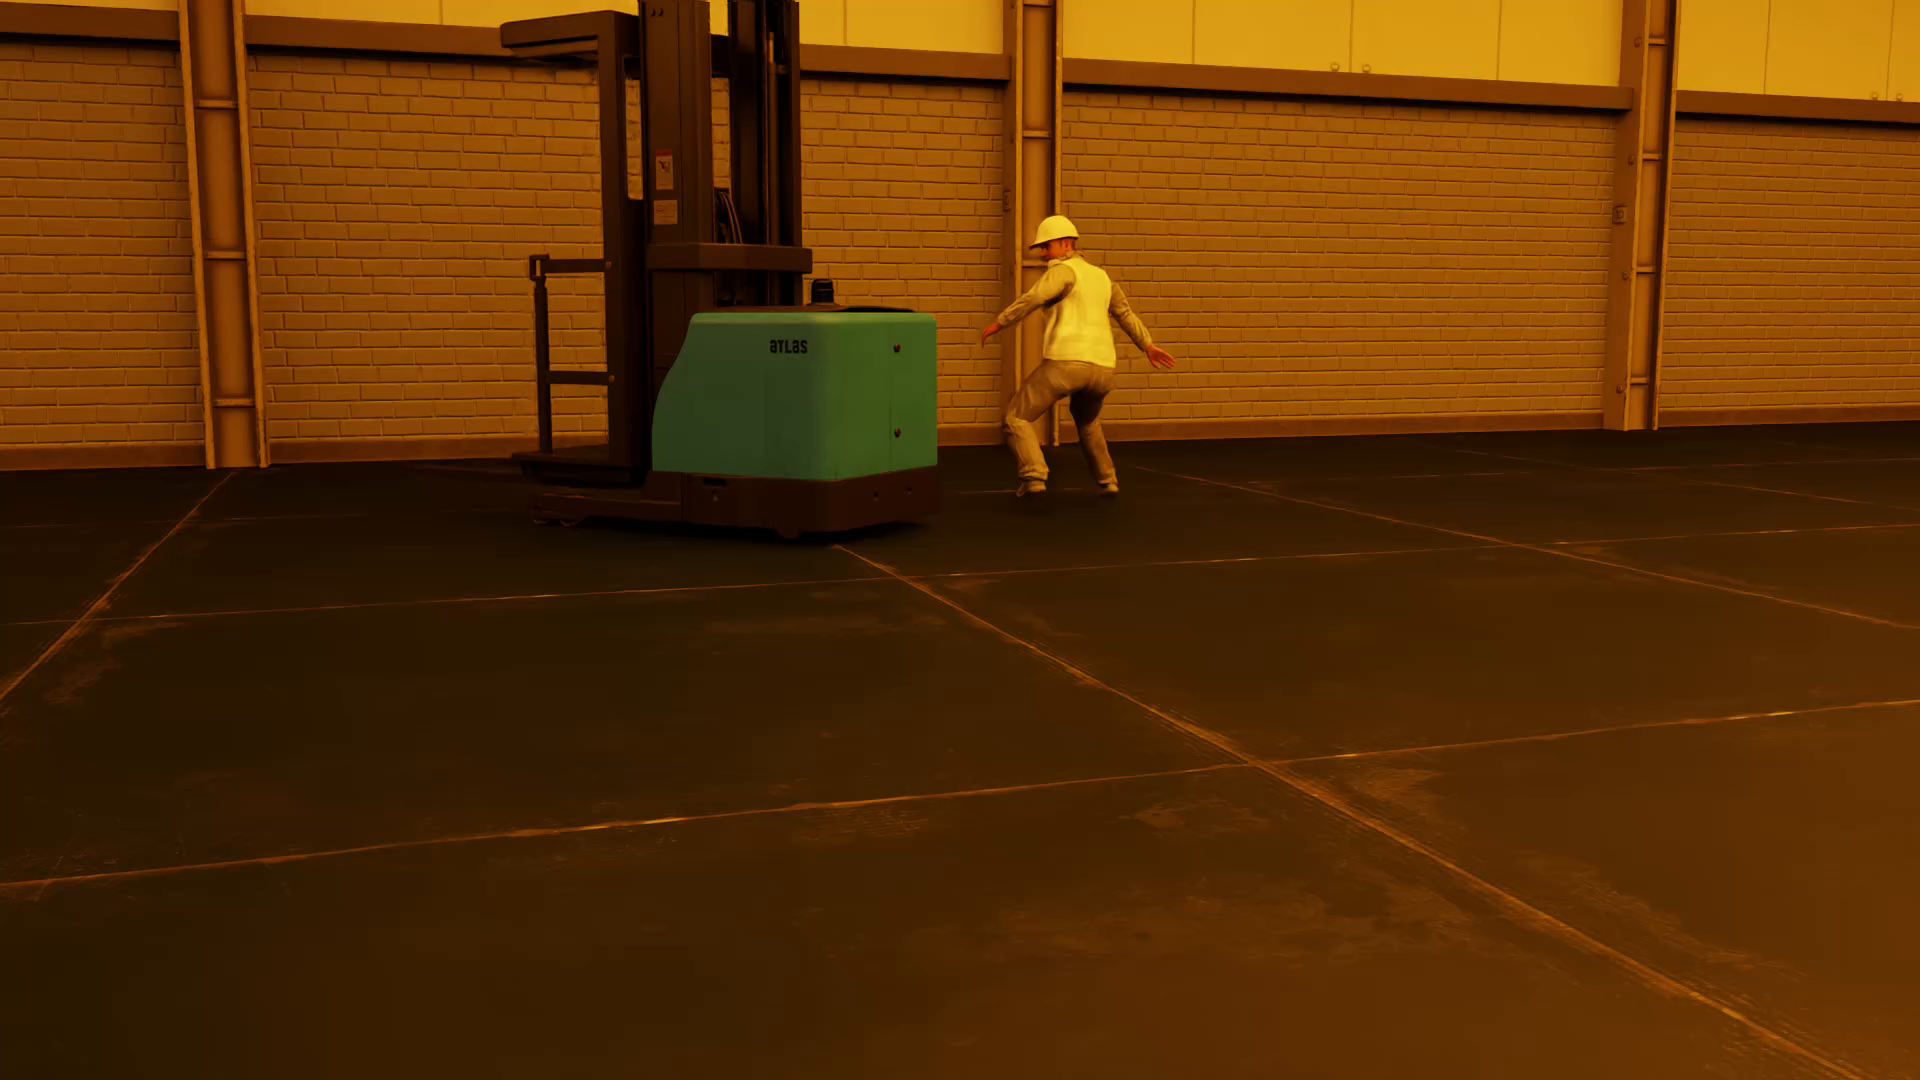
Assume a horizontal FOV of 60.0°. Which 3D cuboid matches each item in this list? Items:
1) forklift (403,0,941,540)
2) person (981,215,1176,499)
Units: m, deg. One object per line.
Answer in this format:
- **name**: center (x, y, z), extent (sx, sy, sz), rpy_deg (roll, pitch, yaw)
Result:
- **forklift**: center (-1.631, -1.574, 8.618), extent (3.031, 2.935, 1.130), rpy_deg (5, 9, 30)
- **person**: center (0.663, -0.968, 9.413), extent (1.116, 1.715, 0.539), rpy_deg (-7, 10, -40)
